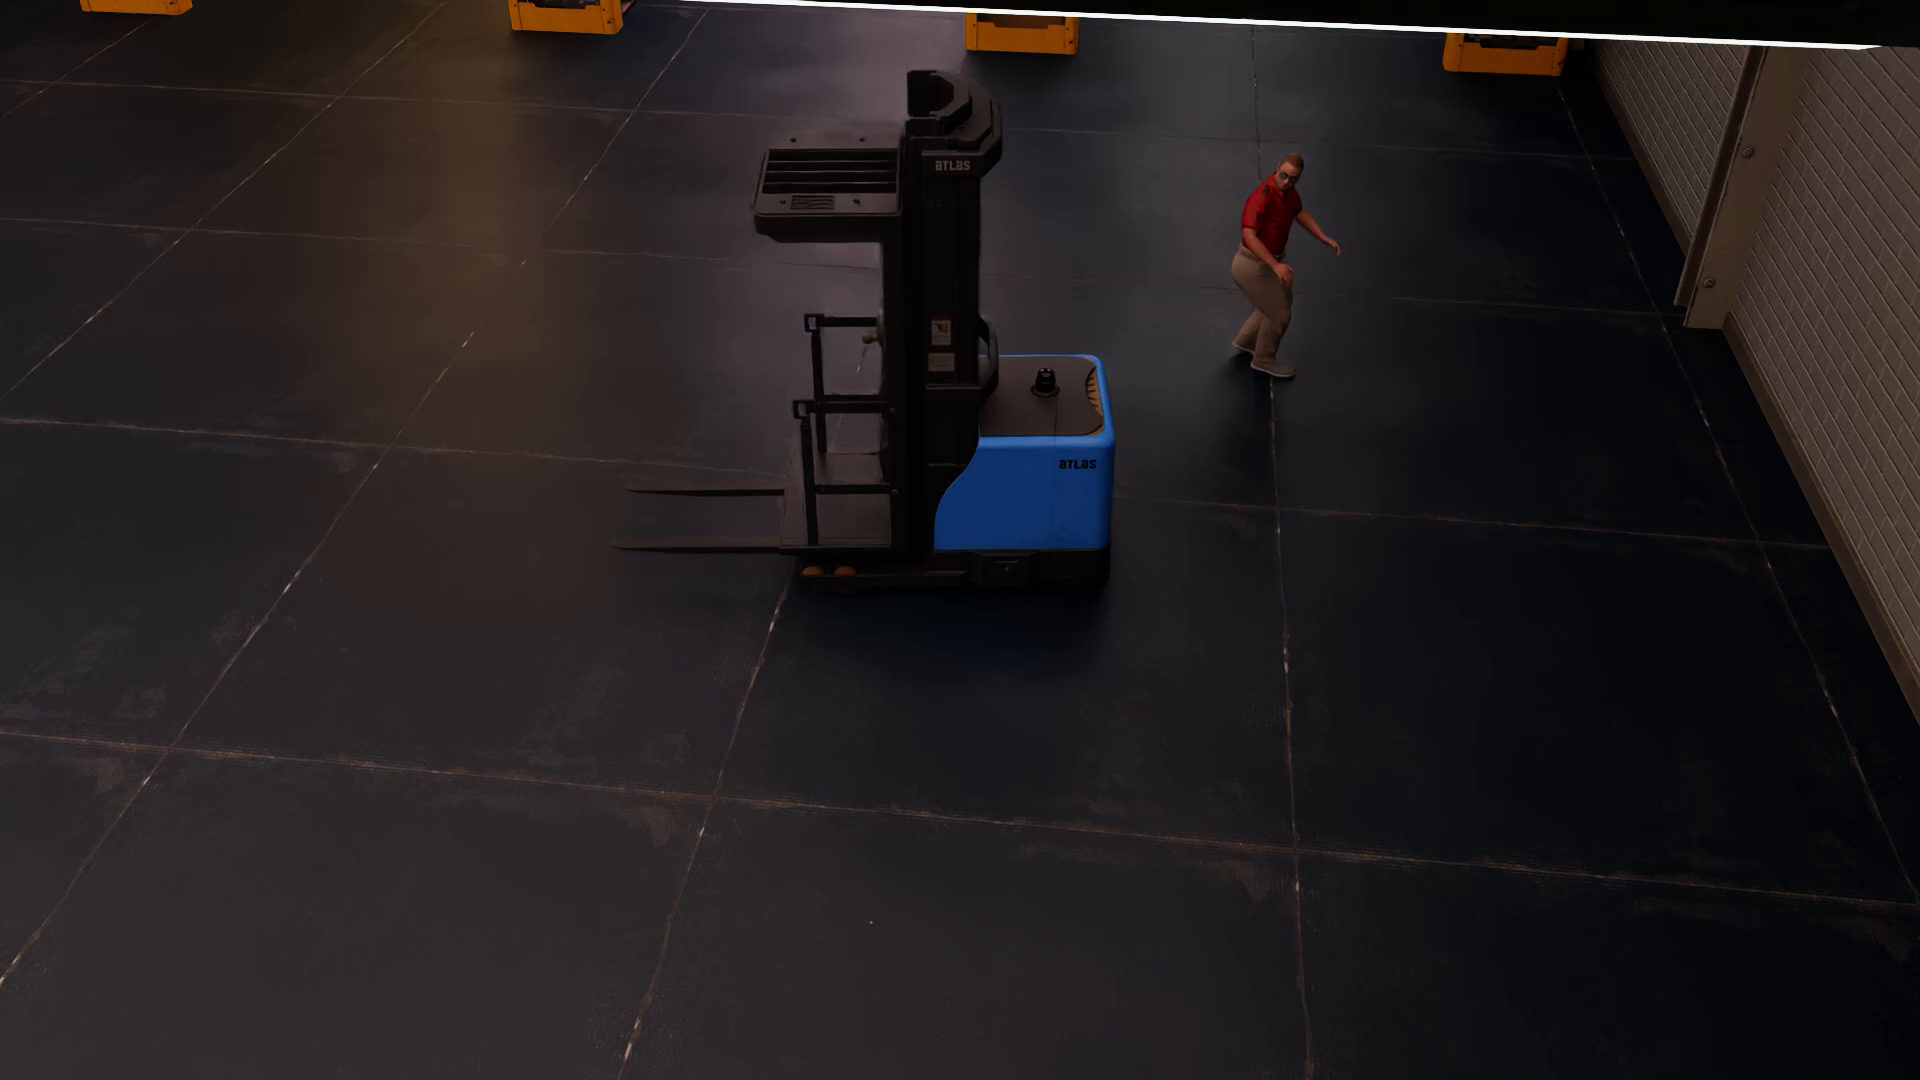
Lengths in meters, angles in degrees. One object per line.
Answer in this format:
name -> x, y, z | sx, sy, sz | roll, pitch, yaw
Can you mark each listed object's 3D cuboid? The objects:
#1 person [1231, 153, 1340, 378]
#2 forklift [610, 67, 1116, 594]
person -> 2.289, -1.931, 11.755 | 0.700, 1.670, 0.783 | 13, 38, 17
forklift -> -0.613, -1.170, 9.616 | 3.031, 2.935, 1.130 | 0, 36, -1
